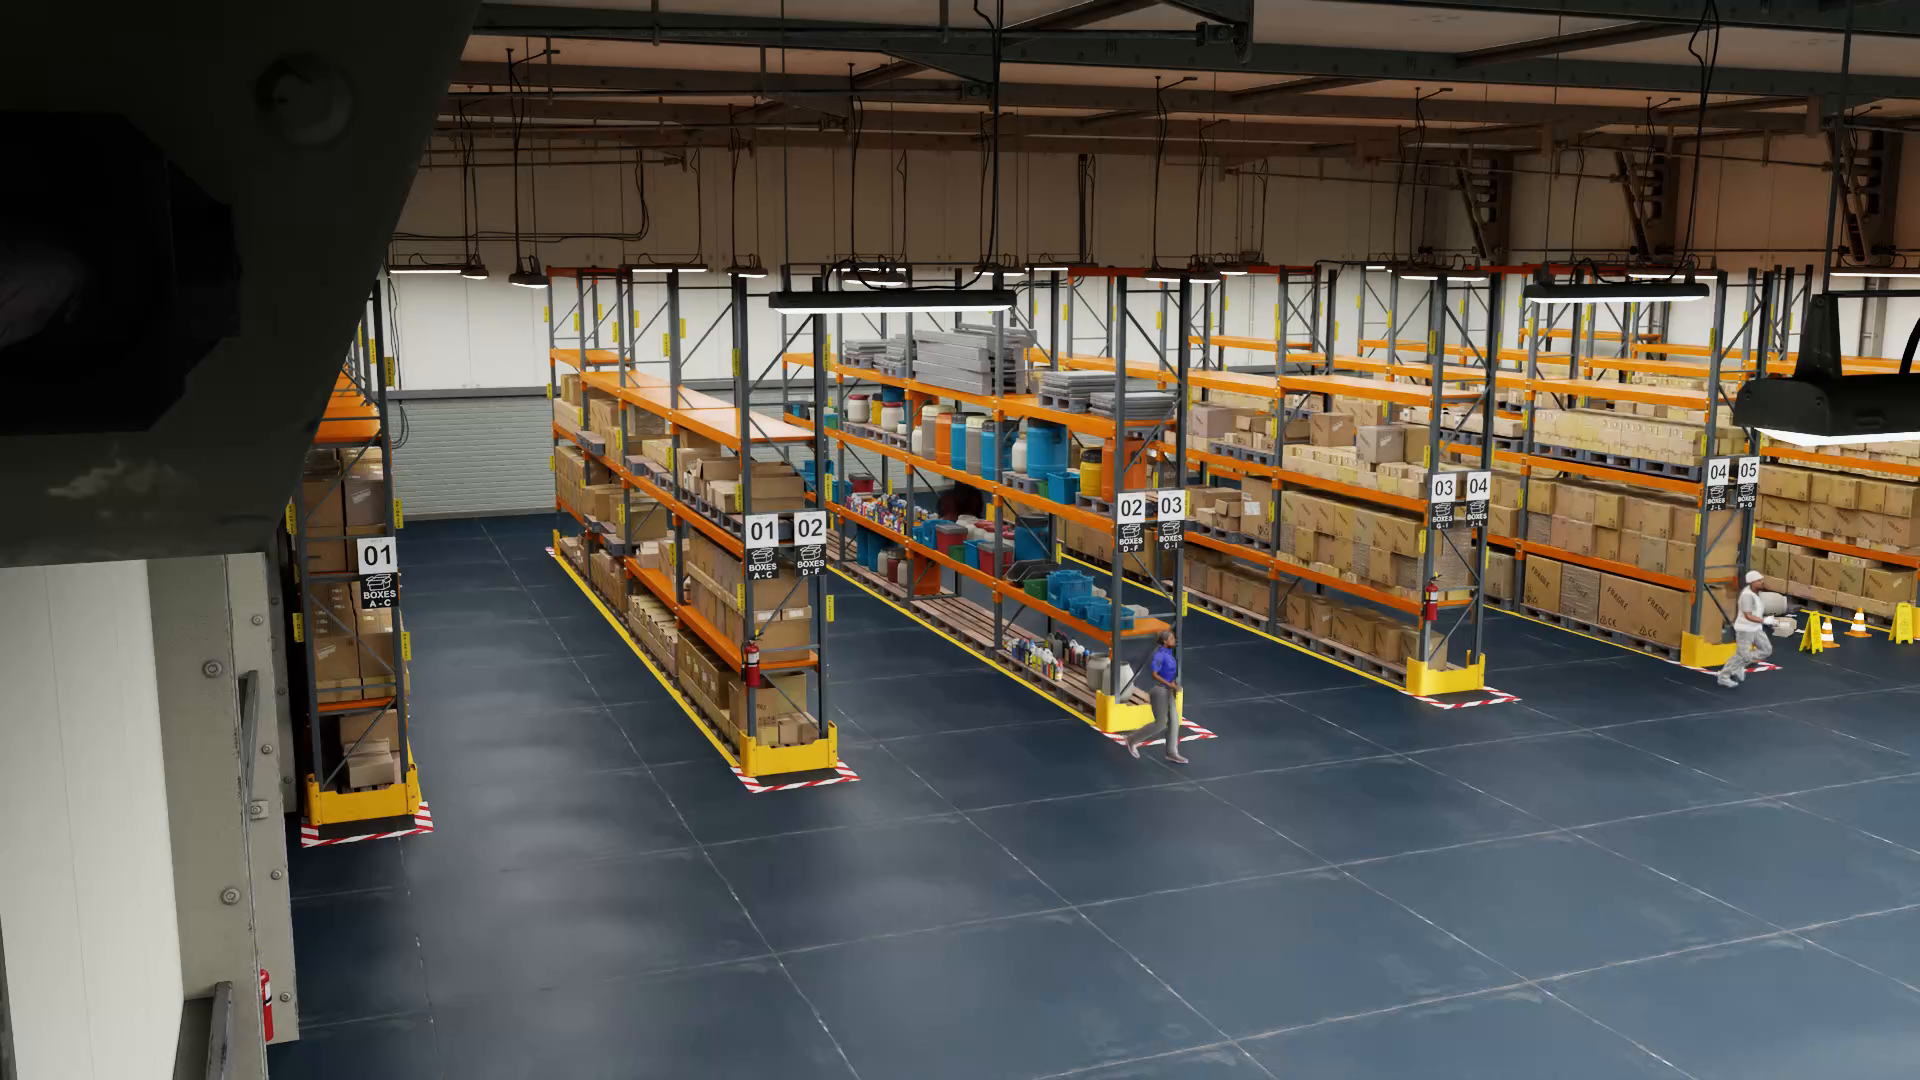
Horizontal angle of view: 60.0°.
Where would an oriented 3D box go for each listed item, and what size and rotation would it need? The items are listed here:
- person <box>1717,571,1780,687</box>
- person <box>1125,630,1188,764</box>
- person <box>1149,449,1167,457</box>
[{"bbox_3d":[11.502,1.290,24.157,0.771,1.732,0.712,8,13,39],"label":"person"},{"bbox_3d":[2.517,1.940,20.851,0.795,1.623,0.628,3,10,19],"label":"person"},{"bbox_3d":[4.865,-1.642,41.037,0.930,1.763,0.692,-7,12,-35],"label":"person"}]
